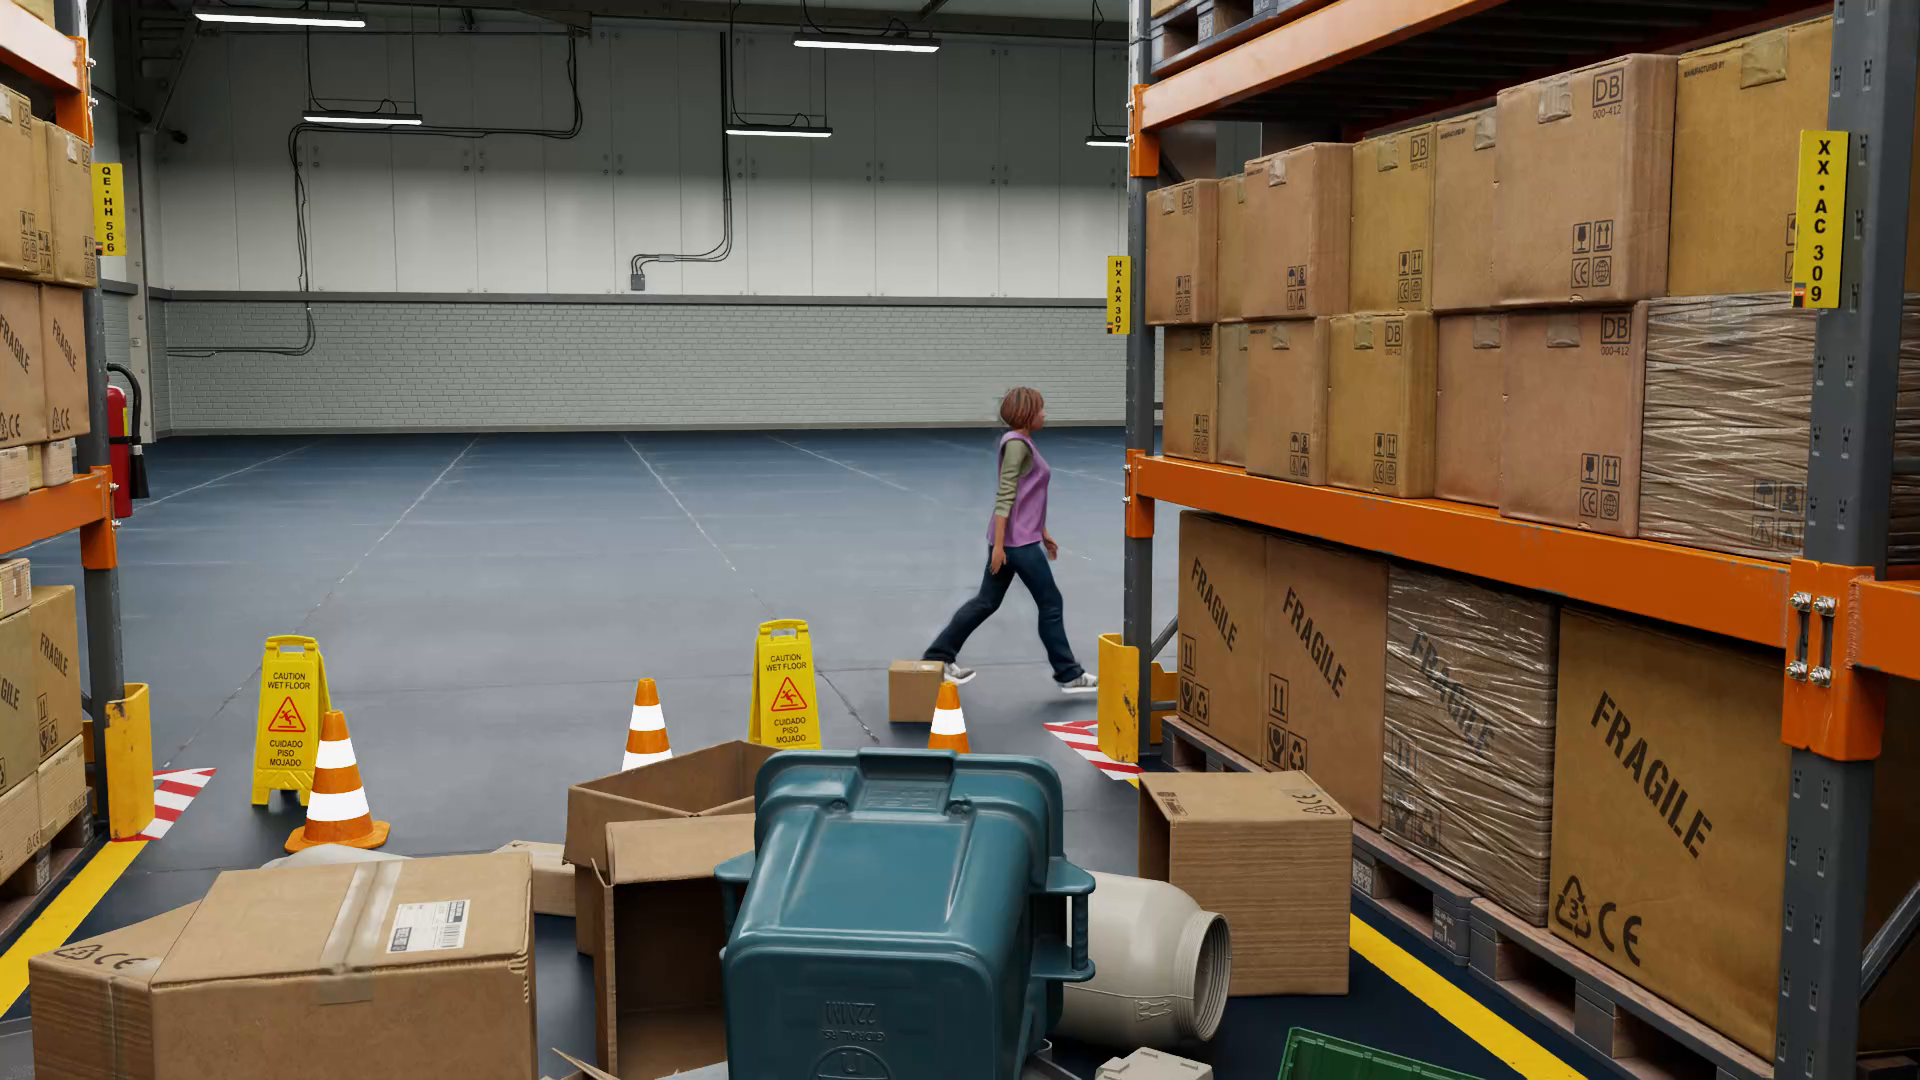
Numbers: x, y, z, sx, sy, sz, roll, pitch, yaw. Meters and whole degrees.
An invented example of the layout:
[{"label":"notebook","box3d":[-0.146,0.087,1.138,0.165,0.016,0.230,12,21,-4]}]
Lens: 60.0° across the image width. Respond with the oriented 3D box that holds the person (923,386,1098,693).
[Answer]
[{"label":"person","box3d":[0.293,-0.002,8.396,0.968,1.546,0.437,0,6,-2]}]
